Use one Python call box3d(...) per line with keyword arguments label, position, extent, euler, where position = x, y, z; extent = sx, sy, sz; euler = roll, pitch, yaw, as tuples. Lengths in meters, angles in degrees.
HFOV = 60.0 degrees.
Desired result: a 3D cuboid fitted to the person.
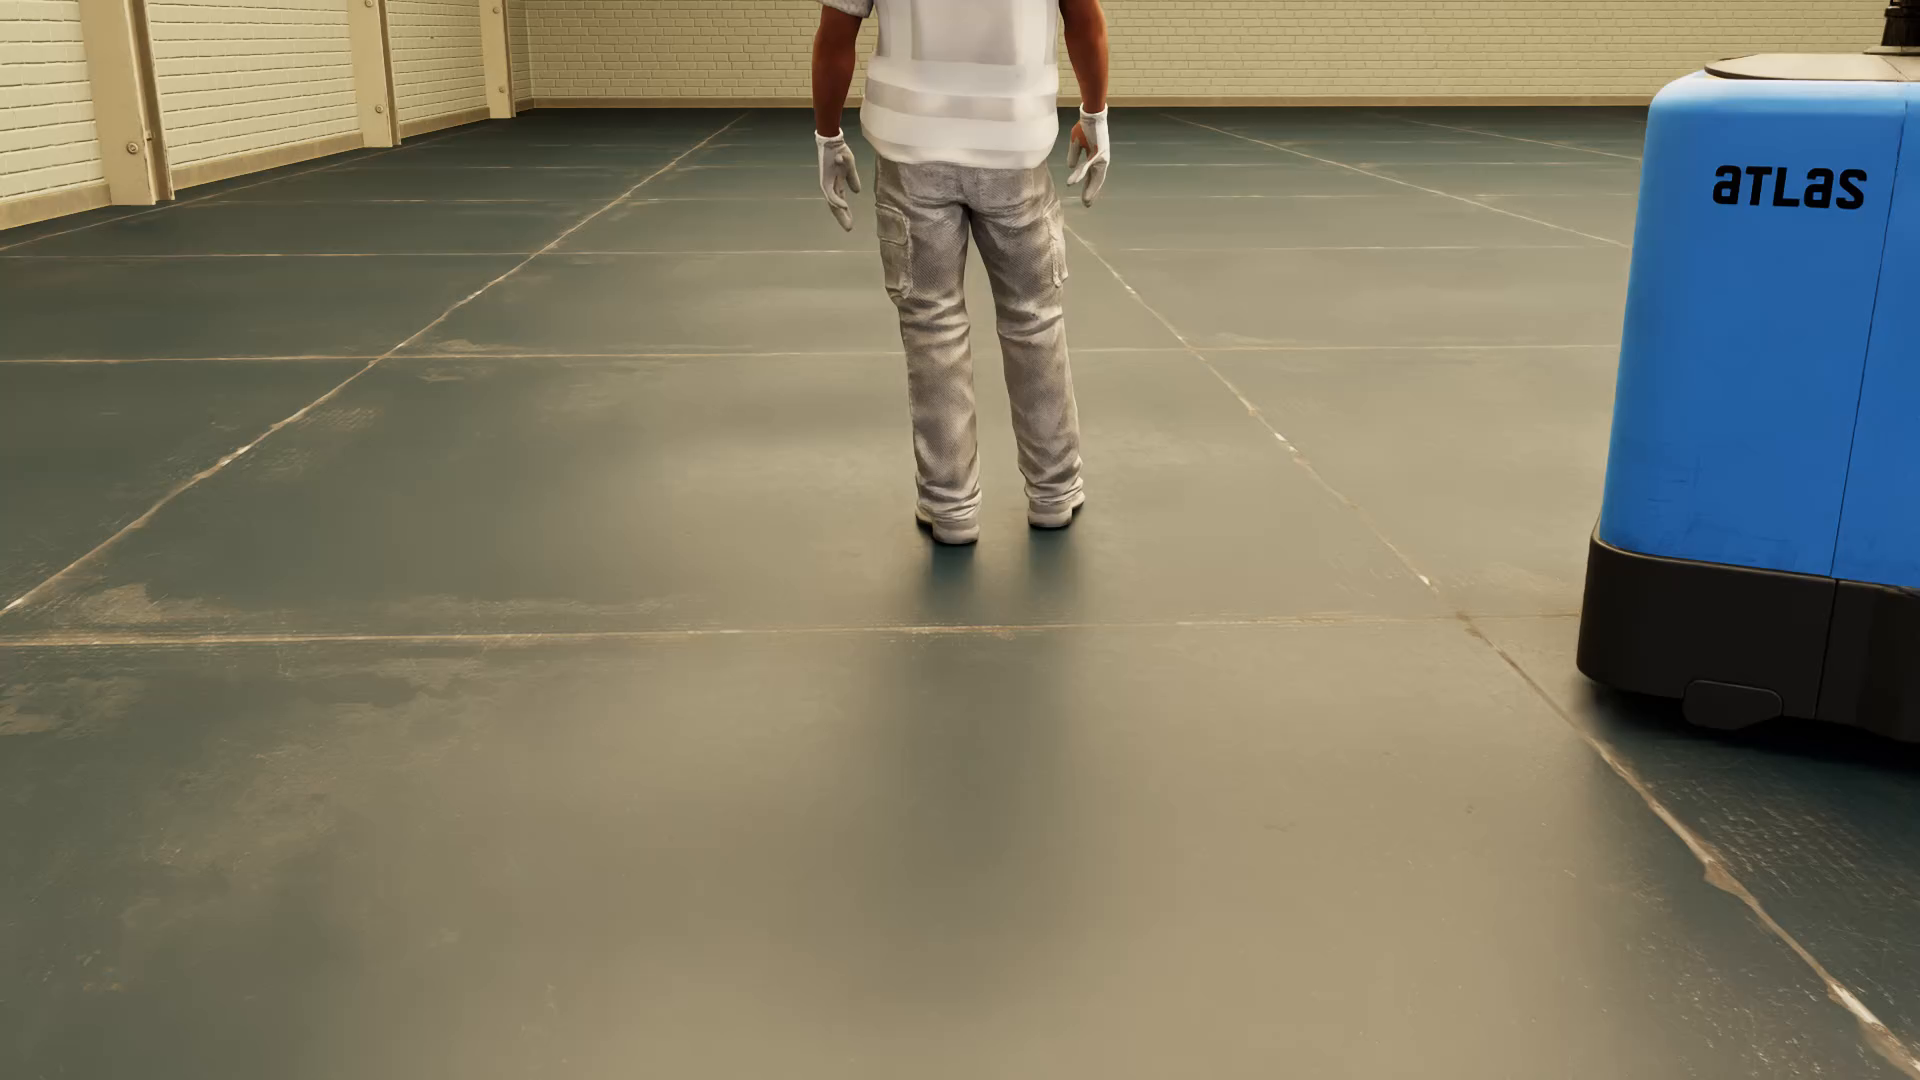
box3d(label="person", position=(0.004, -0.883, 3.732), extent=(0.656, 1.781, 0.559), euler=(-1, 17, -3))
